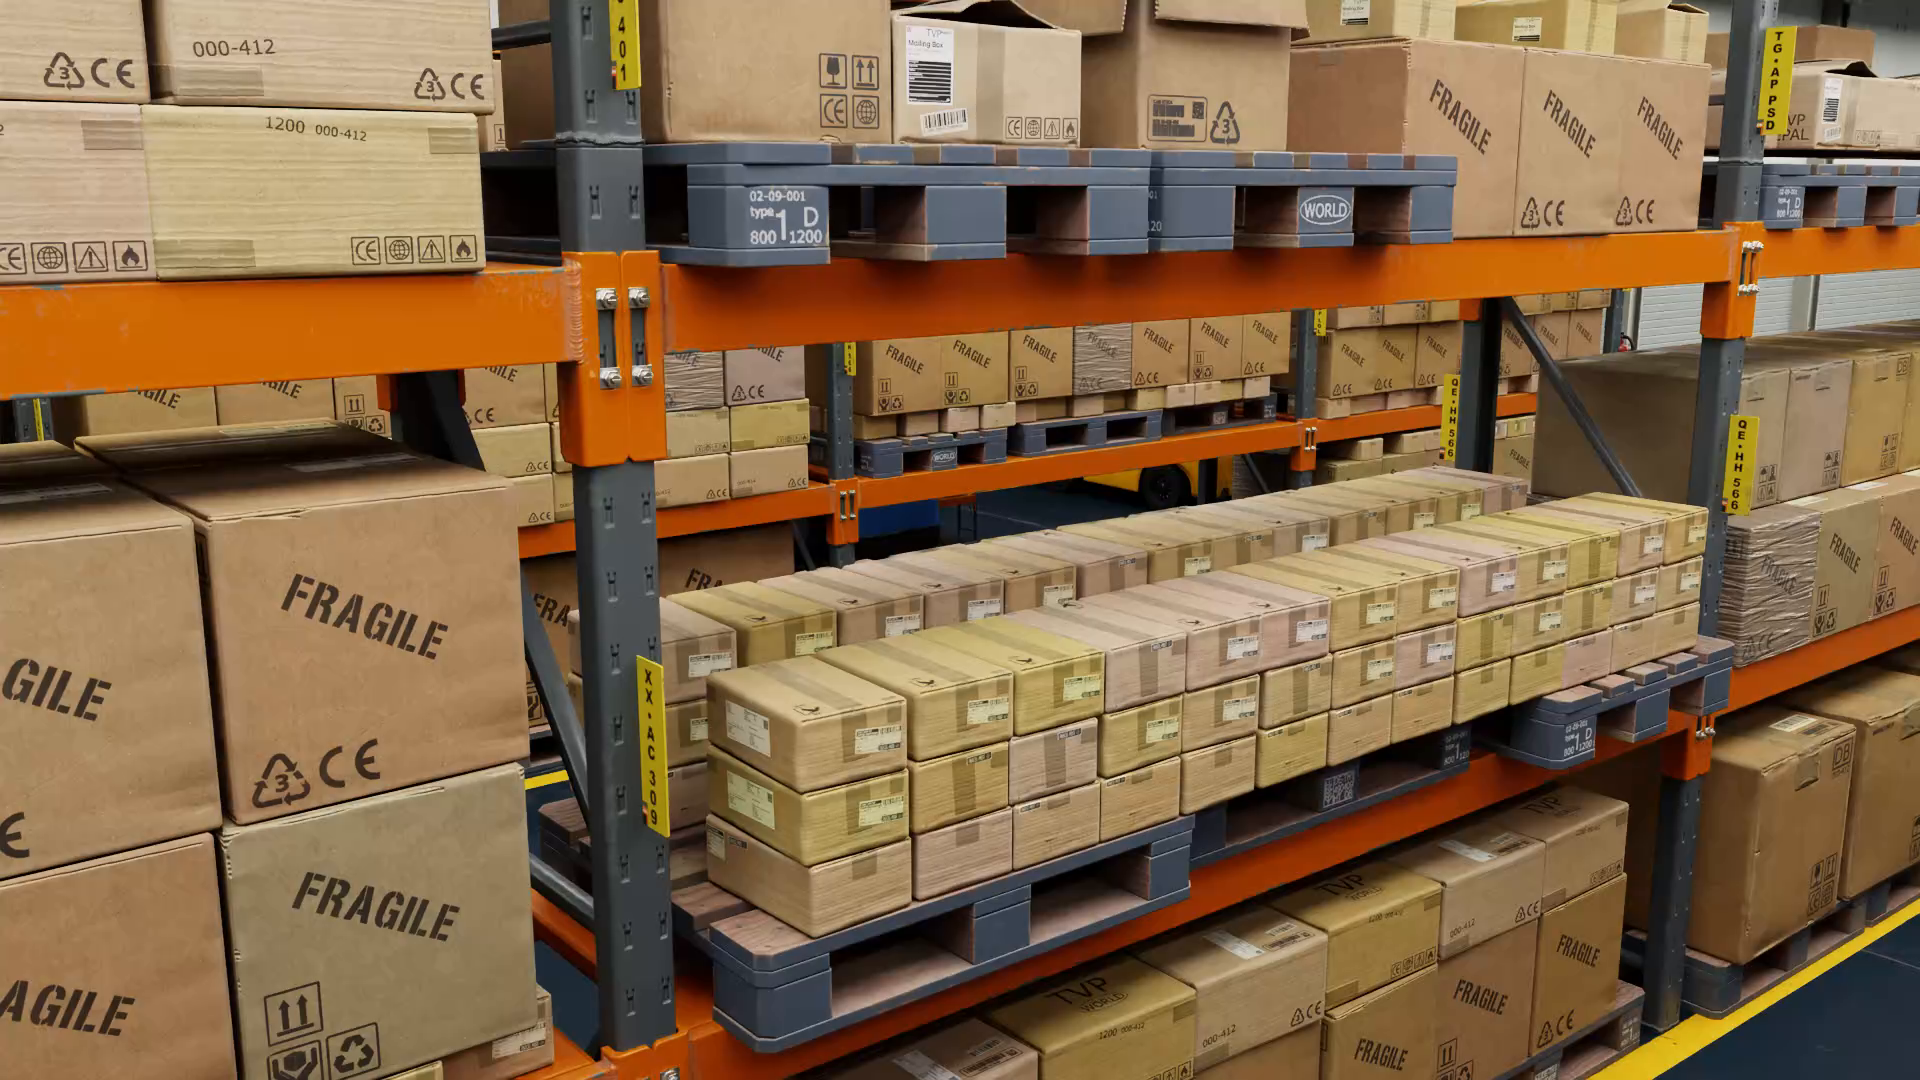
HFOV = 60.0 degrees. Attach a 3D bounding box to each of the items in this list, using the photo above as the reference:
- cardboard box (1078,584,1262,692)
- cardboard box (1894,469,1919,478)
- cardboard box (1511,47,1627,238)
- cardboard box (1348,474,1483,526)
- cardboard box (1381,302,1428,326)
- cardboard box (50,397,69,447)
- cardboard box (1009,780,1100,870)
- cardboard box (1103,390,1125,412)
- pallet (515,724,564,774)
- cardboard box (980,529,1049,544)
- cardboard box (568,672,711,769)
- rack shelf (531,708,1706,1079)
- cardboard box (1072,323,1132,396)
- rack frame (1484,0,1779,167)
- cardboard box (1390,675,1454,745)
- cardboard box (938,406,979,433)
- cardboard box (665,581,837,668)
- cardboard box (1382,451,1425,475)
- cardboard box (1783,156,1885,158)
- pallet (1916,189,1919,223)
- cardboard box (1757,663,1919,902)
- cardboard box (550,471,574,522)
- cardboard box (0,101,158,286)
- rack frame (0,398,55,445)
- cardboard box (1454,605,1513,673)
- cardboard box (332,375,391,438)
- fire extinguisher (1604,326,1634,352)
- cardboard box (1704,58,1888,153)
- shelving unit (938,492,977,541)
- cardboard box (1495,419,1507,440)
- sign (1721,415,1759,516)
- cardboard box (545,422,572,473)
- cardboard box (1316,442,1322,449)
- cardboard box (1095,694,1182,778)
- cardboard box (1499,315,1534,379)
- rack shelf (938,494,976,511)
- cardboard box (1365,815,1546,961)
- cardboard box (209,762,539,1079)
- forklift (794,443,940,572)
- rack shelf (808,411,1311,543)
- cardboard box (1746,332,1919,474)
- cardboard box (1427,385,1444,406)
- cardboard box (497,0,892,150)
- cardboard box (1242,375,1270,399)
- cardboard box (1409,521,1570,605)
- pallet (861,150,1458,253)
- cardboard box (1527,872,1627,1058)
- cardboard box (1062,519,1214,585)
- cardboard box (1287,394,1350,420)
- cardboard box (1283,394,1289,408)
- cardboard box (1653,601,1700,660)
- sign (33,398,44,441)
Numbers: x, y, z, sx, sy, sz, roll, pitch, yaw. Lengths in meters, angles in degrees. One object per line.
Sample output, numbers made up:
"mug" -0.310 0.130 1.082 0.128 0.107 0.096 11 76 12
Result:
"cardboard box" 0.498 0.229 3.991 0.250 0.149 0.380 -10 15 -38
"cardboard box" 3.914 -0.064 6.969 0.500 0.500 0.500 -10 15 -38
"cardboard box" 1.546 -1.139 4.807 0.500 0.500 0.500 -9 15 -38
"cardboard box" 1.525 -0.115 5.608 0.250 0.149 0.380 -10 16 -39
"cardboard box" 3.059 -1.882 12.405 0.500 0.500 0.700 -9 15 -37
"cardboard box" -3.887 -0.712 7.613 0.500 0.500 0.500 -9 15 -36
"cardboard box" 0.097 0.586 3.739 0.250 0.149 0.380 -9 15 -37
"cardboard box" 0.863 -0.937 10.914 0.250 0.149 0.380 -10 16 -40
"pallet" -2.571 1.017 8.831 1.213 0.211 1.003 -9 15 -38
"cardboard box" 0.658 0.219 11.190 0.625 0.372 0.950 -9 15 -36
"cardboard box" -0.721 0.403 3.889 0.250 0.149 0.380 -9 15 -36
"rack shelf" 0.653 0.807 4.840 4.000 0.370 1.077 -9 15 -38
"cardboard box" 0.748 -1.218 10.674 0.500 0.500 0.500 -10 16 -40
"rack frame" 2.215 -2.739 5.365 0.127 3.000 1.000 -9 15 -38
"cardboard box" 1.112 0.417 4.538 0.250 0.149 0.380 -9 15 -36
"cardboard box" -0.102 -0.748 10.025 0.250 0.149 0.380 -11 16 -41
"cardboard box" -0.507 0.222 4.024 0.250 0.149 0.380 -10 16 -39
"cardboard box" 3.207 -0.445 12.806 0.500 0.500 0.500 -9 15 -35
"cardboard box" 3.745 -1.771 7.099 0.258 0.266 0.396 -9 15 -38
"pallet" 3.556 -1.417 6.816 1.213 0.211 1.003 -9 15 -35
"cardboard box" 3.427 0.912 7.018 0.750 0.750 1.050 -9 15 -37
"cardboard box" -1.981 -0.282 8.596 0.500 0.250 0.500 -10 15 -38
"cardboard box" -1.520 -0.509 2.445 0.500 0.250 0.500 -9 15 -38
"rack frame" -4.079 -0.076 7.263 0.127 3.000 1.000 -9 15 -38
"cardboard box" 1.311 0.239 4.660 0.250 0.149 0.380 -10 15 -38
"cardboard box" -2.783 -0.759 7.835 0.500 0.500 0.500 -10 16 -39
"fire extinguisher" 5.668 -1.535 14.322 0.183 0.674 0.296 -9 15 -38
"cardboard box" 2.918 -1.541 5.906 0.500 0.311 0.500 -9 15 -38
"shelving unit" -0.129 -0.565 13.903 0.503 1.200 0.258 -9 15 -38
"cardboard box" 4.178 -0.906 13.417 0.250 0.149 0.380 -9 15 -35
"sign" 2.562 -0.246 5.467 0.005 0.325 0.100 -9 15 -38
"cardboard box" -1.961 -0.525 8.536 0.500 0.250 0.500 -10 16 -39
"cardboard box" 2.858 -0.527 13.194 0.500 0.500 0.500 -9 15 -37
"cardboard box" 0.292 0.408 3.862 0.250 0.149 0.380 -10 16 -40
"cardboard box" 4.252 -1.583 13.407 0.500 0.500 0.500 -10 15 -38
"rack shelf" -0.129 -0.305 13.958 0.480 0.148 0.258 -9 15 -38
"cardboard box" 1.457 1.044 5.191 0.500 0.250 0.500 -9 15 -37
"cardboard box" -1.109 0.628 2.991 0.500 0.500 0.500 -9 15 -38
"forklift" -1.623 -1.149 12.485 3.031 2.935 1.130 -9 15 -38
"rack shelf" 0.606 -0.502 11.004 4.000 0.370 1.077 -9 15 -38
"cardboard box" 3.764 -0.599 7.078 0.500 0.500 0.700 -10 15 -38
"cardboard box" 3.619 -1.144 12.900 0.250 0.149 0.380 -9 15 -37
"cardboard box" -0.544 -1.039 3.326 0.500 0.500 0.700 -9 15 -38
"cardboard box" 1.938 -1.085 11.609 0.250 0.149 0.380 -9 15 -37
"cardboard box" 1.511 0.061 4.781 0.250 0.149 0.380 -9 15 -36
"pallet" 0.448 -0.859 4.184 1.003 0.211 1.213 -9 15 -38
"cardboard box" 1.865 1.340 5.602 0.500 0.500 0.500 -10 15 -38
"cardboard box" 0.511 0.053 4.820 0.250 0.149 0.380 -10 15 -38
"cardboard box" 2.614 -0.980 12.125 0.250 0.149 0.380 -10 15 -38
"cardboard box" 2.418 -1.115 12.765 0.250 0.149 0.380 -9 15 -36
"cardboard box" 2.117 0.251 5.318 0.250 0.149 0.380 -9 15 -37
"sign" -3.732 -0.448 6.742 0.005 0.325 0.100 -9 15 -38
